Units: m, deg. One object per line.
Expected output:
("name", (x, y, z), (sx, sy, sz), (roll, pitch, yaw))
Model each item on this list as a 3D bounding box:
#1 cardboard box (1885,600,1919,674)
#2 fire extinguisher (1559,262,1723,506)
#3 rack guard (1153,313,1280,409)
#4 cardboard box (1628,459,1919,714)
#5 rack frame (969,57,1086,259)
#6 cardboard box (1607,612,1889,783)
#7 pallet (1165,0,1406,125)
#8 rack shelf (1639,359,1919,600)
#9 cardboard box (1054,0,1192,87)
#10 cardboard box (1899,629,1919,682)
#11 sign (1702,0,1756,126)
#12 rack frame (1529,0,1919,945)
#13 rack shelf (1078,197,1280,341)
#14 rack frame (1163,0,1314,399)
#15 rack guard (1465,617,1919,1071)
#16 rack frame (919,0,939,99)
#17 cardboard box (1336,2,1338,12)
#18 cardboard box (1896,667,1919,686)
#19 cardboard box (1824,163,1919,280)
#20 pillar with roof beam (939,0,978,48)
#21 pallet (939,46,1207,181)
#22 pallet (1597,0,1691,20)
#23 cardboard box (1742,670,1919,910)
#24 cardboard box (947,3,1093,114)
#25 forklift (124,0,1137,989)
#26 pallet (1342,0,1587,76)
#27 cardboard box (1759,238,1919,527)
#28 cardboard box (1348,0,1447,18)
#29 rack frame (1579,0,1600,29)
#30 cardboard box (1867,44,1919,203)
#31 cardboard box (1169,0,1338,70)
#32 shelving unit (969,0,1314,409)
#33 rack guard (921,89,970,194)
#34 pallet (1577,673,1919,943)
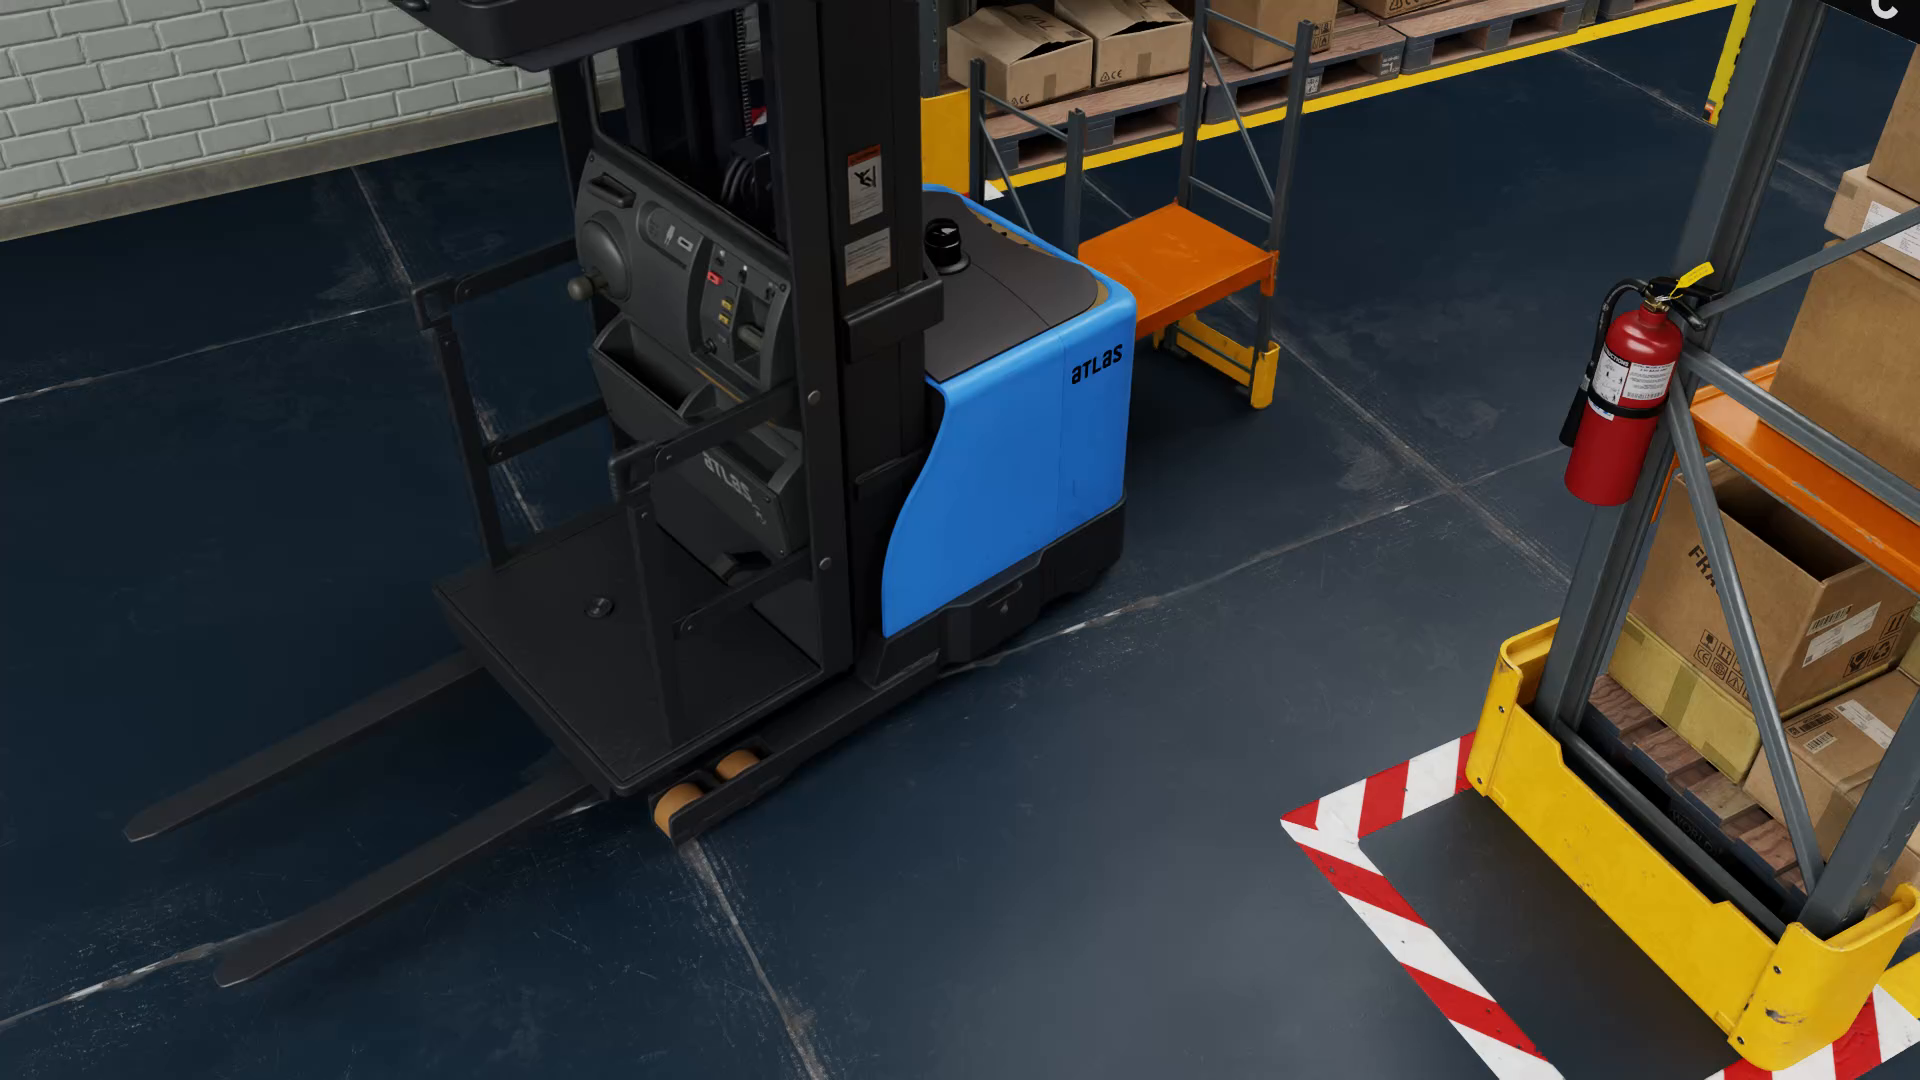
("cardboard box", (2.696, 0.214, 4.979), (0.500, 0.250, 0.500), (-19, 44, -21))
("fire extinguisher", (1.599, -0.391, 3.950), (0.183, 0.674, 0.296), (-19, 44, -21))
("rack guard", (0.984, -0.754, 6.447), (0.087, 0.250, 0.587), (-28, 48, -29))
("cardboard box", (2.257, 0.083, 4.553), (0.500, 0.500, 0.500), (-19, 44, -21))
("rack frame", (0.202, -0.813, 5.550), (0.032, 1.500, 0.500), (-28, 48, -29))
("cardboard box", (2.258, 0.370, 4.794), (0.500, 0.250, 0.500), (-19, 44, -21))
("pallet", (1.512, -2.569, 8.622), (1.213, 0.211, 1.003), (-19, 44, -21))
("rack shelf", (3.693, -0.512, 4.590), (4.000, 0.370, 1.077), (-19, 44, -21))
("cardboard box", (0.788, -2.494, 8.115), (0.500, 0.311, 0.500), (-15, 43, -17))
("cardboard box", (2.940, 0.230, 4.379), (0.500, 0.500, 0.500), (-19, 44, -21))
("sign", (1.681, -1.037, 3.574), (0.005, 0.325, 0.100), (-19, 44, -21))
("rack frame", (1.919, -0.190, 3.653), (0.127, 3.000, 1.000), (-19, 44, -21))
("rack shelf", (0.594, -0.885, 5.913), (1.000, 0.185, 0.538), (-28, 48, -29))
("rack frame", (0.985, -1.232, 6.044), (0.032, 1.500, 0.500), (-28, 48, -29))
("rack guard", (1.898, 0.771, 4.452), (0.348, 0.500, 1.175), (-19, 44, -21))
("rack frame", (-0.373, -3.027, 7.005), (0.127, 3.000, 1.000), (-19, 44, -21))
("cardboard box", (1.747, -2.835, 8.644), (0.250, 0.149, 0.380), (-22, 45, -24))
("cardboard box", (2.939, 0.515, 4.623), (0.500, 0.250, 0.500), (-19, 44, -21))
("cardboard box", (2.170, -0.699, 3.674), (0.250, 0.149, 0.380), (-19, 44, -21))
("pillar with roof beam", (1.837, -3.555, 2.984), (0.400, 9.000, 9.100), (-19, 44, -21))
("pallet", (0.432, -2.208, 8.195), (1.213, 0.211, 1.003), (-19, 44, -21))
("pallet", (3.865, -3.390, 9.591), (1.213, 0.211, 1.003), (-19, 44, -21))
("cardboard box", (2.497, 0.667, 4.444), (0.500, 0.250, 0.500), (-19, 44, -21))
("cardboard box", (0.283, -2.324, 7.914), (0.500, 0.311, 0.500), (-24, 46, -25))
("forklift", (-0.896, -0.647, 4.245), (3.031, 2.935, 1.130), (-29, 48, -30))
("pallet", (2.596, -2.936, 9.055), (1.213, 0.211, 1.003), (-19, 44, -21))
("cardboard box", (2.339, -0.360, 3.776), (0.500, 0.500, 0.700), (-19, 44, -21))
("cardboard box", (2.273, -3.102, 8.687), (0.500, 0.500, 0.500), (-22, 45, -24))
("rack frame", (3.175, -4.221, 8.415), (0.127, 3.000, 1.000), (-19, 44, -21))
("cardboard box", (2.386, -0.871, 3.376), (0.500, 0.500, 0.700), (-18, 44, -20))
("cardboard box", (1.462, -2.756, 8.279), (0.500, 0.500, 0.700), (-21, 45, -23))
("shelving unit", (0.601, -1.026, 5.801), (1.083, 1.500, 0.587), (-28, 48, -29))
("rack guard", (-0.305, -2.096, 7.839), (0.348, 0.500, 1.175), (-19, 44, -21))
("pallet", (2.578, 0.622, 4.851), (1.213, 0.211, 1.003), (-19, 44, -21))
